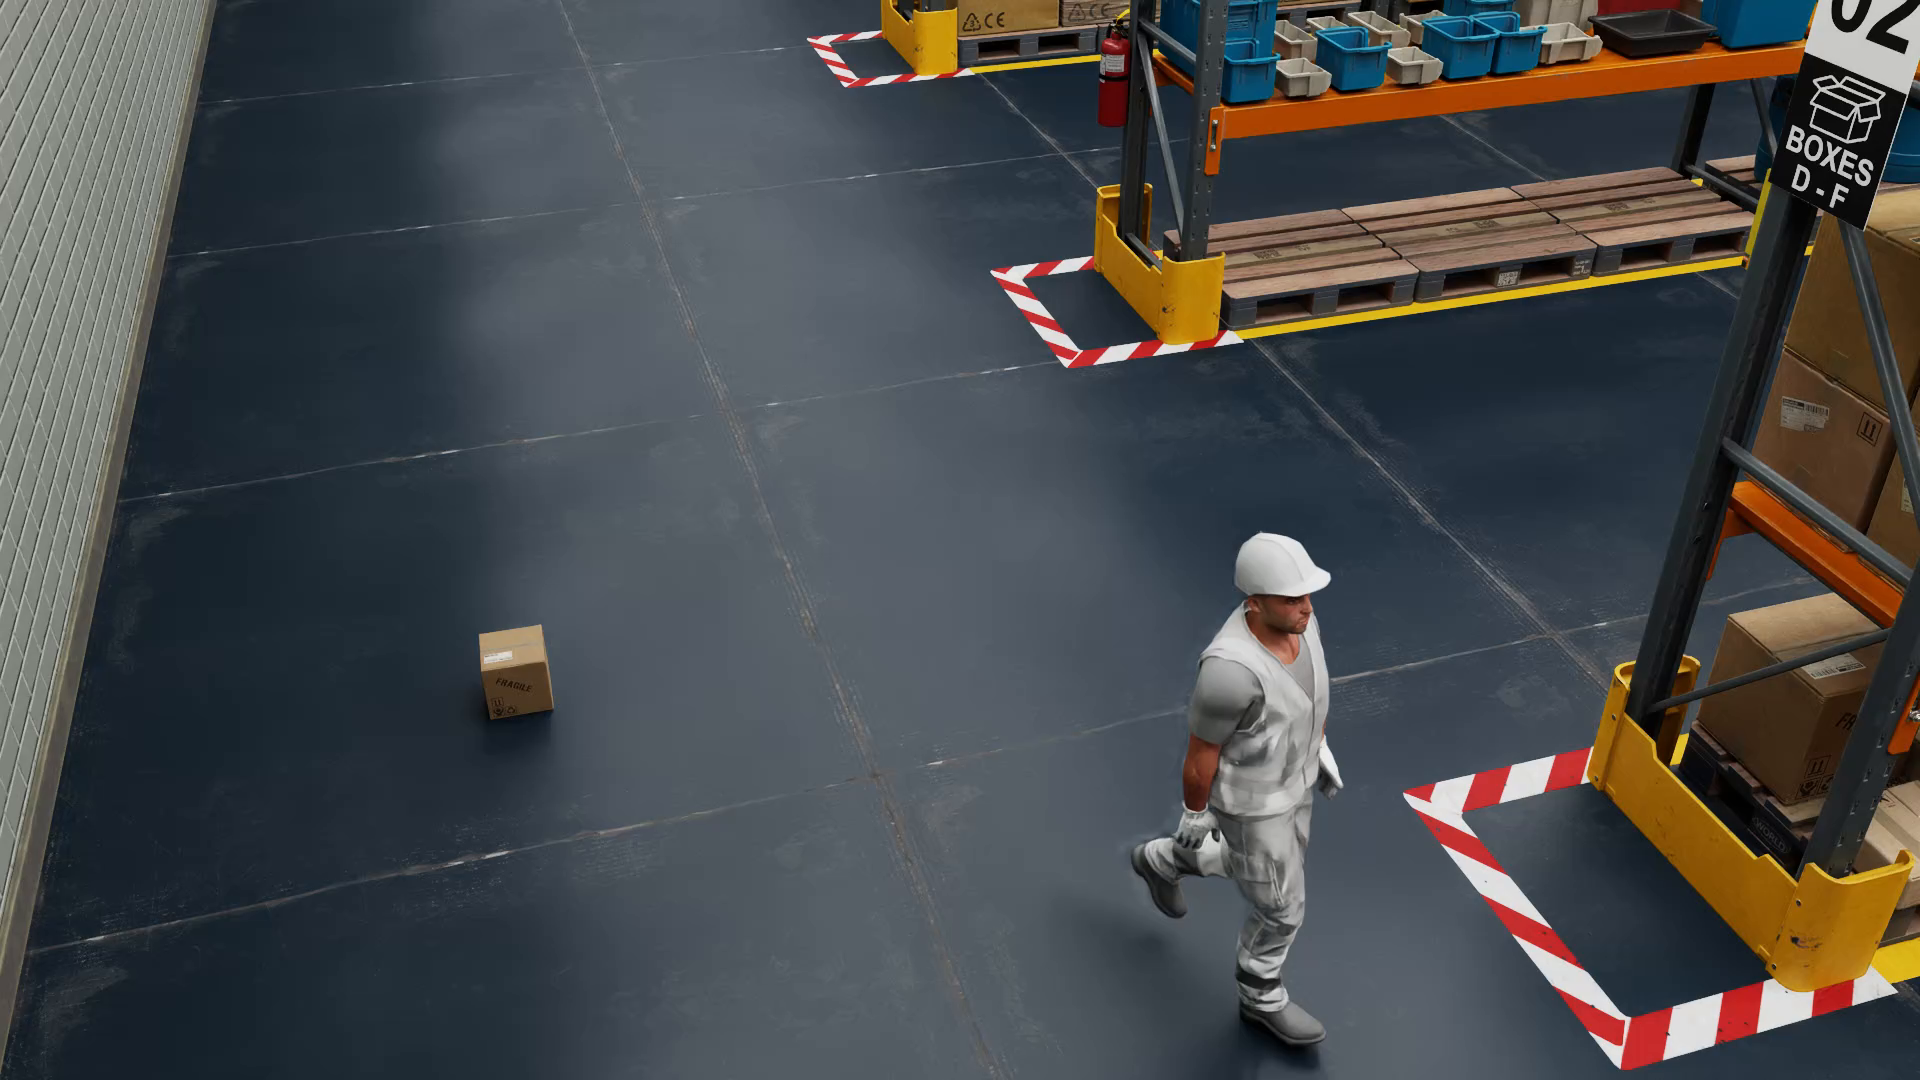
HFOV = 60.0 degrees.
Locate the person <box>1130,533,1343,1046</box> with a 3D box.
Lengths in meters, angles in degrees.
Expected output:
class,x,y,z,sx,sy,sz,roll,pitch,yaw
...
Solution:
class,x,y,z,sx,sy,sz,roll,pitch,yaw
person,0.864,0.713,5.016,0.798,1.767,0.548,21,39,28
